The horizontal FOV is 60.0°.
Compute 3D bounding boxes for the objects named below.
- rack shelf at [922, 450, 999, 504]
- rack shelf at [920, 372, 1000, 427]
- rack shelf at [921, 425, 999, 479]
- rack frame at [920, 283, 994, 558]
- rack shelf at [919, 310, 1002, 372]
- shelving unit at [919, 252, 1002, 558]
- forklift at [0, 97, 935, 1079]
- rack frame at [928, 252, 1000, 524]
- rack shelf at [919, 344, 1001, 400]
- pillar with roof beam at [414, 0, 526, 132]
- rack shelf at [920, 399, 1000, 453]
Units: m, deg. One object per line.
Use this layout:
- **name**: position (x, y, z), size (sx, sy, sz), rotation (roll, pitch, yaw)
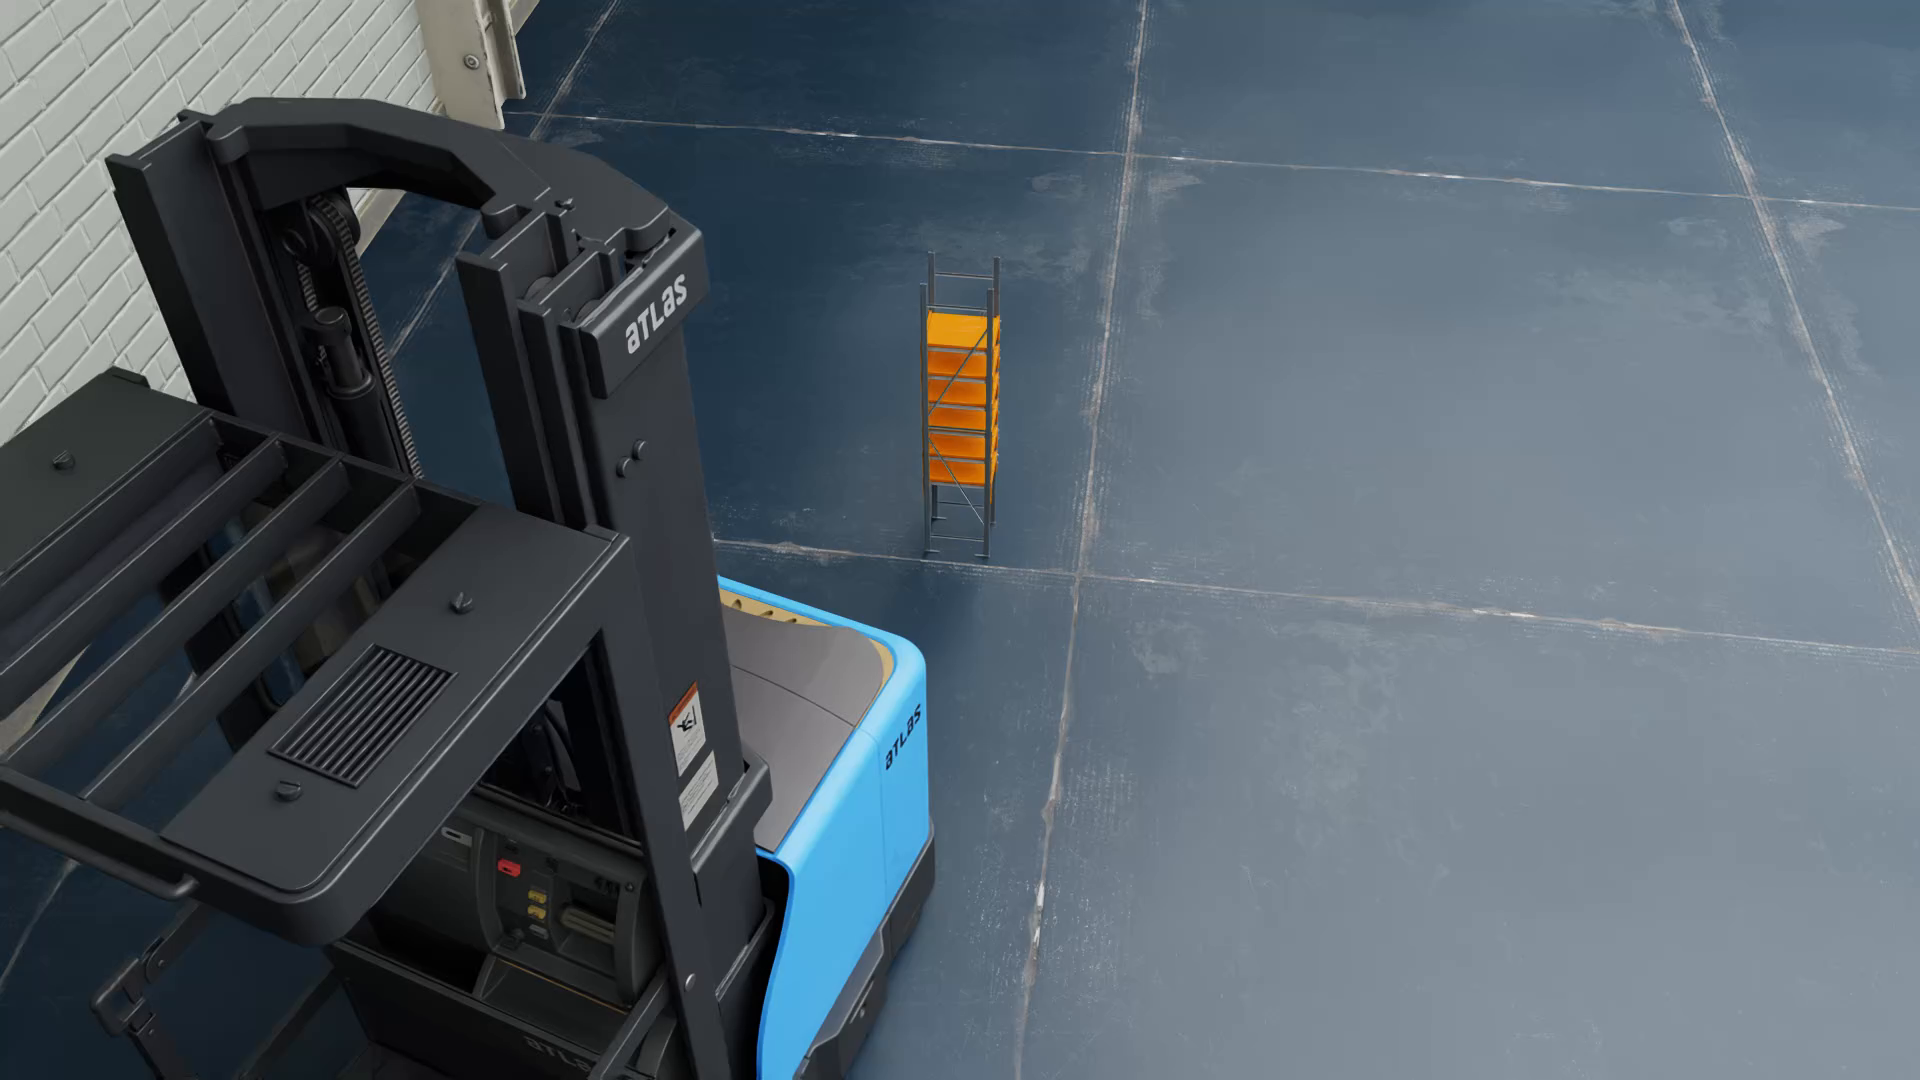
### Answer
- **rack shelf**: position (0.002, -0.239, 6.043), size (0.258, 0.103, 0.180), rotation (5, 44, 6)
- **rack shelf**: position (0.002, -0.500, 5.796), size (0.258, 0.103, 0.180), rotation (5, 44, 6)
- **rack shelf**: position (0.002, -0.326, 5.961), size (0.258, 0.103, 0.180), rotation (5, 44, 6)
- **rack frame**: position (-0.010, -0.383, 5.782), size (0.240, 1.200, 0.006), rotation (5, 44, 6)
- **rack shelf**: position (0.002, -0.675, 5.631), size (0.258, 0.103, 0.180), rotation (5, 44, 6)
- **shelving unit**: position (0.002, -0.446, 5.848), size (0.258, 1.200, 0.189), rotation (5, 44, 6)
- **forklift**: position (-1.142, 0.779, 3.296), size (1.130, 2.935, 3.031), rotation (17, 46, 17)
- **rack frame**: position (0.014, -0.508, 5.914), size (0.240, 1.200, 0.006), rotation (5, 44, 6)
- **rack shelf**: position (0.002, -0.588, 5.713), size (0.258, 0.103, 0.180), rotation (5, 44, 6)
- **pillar with roof beam**: position (1.815, -5.095, 5.085), size (9.100, 9.000, 0.400), rotation (5, 44, 6)
- **rack shelf**: position (0.002, -0.413, 5.878), size (0.258, 0.103, 0.180), rotation (5, 44, 6)
